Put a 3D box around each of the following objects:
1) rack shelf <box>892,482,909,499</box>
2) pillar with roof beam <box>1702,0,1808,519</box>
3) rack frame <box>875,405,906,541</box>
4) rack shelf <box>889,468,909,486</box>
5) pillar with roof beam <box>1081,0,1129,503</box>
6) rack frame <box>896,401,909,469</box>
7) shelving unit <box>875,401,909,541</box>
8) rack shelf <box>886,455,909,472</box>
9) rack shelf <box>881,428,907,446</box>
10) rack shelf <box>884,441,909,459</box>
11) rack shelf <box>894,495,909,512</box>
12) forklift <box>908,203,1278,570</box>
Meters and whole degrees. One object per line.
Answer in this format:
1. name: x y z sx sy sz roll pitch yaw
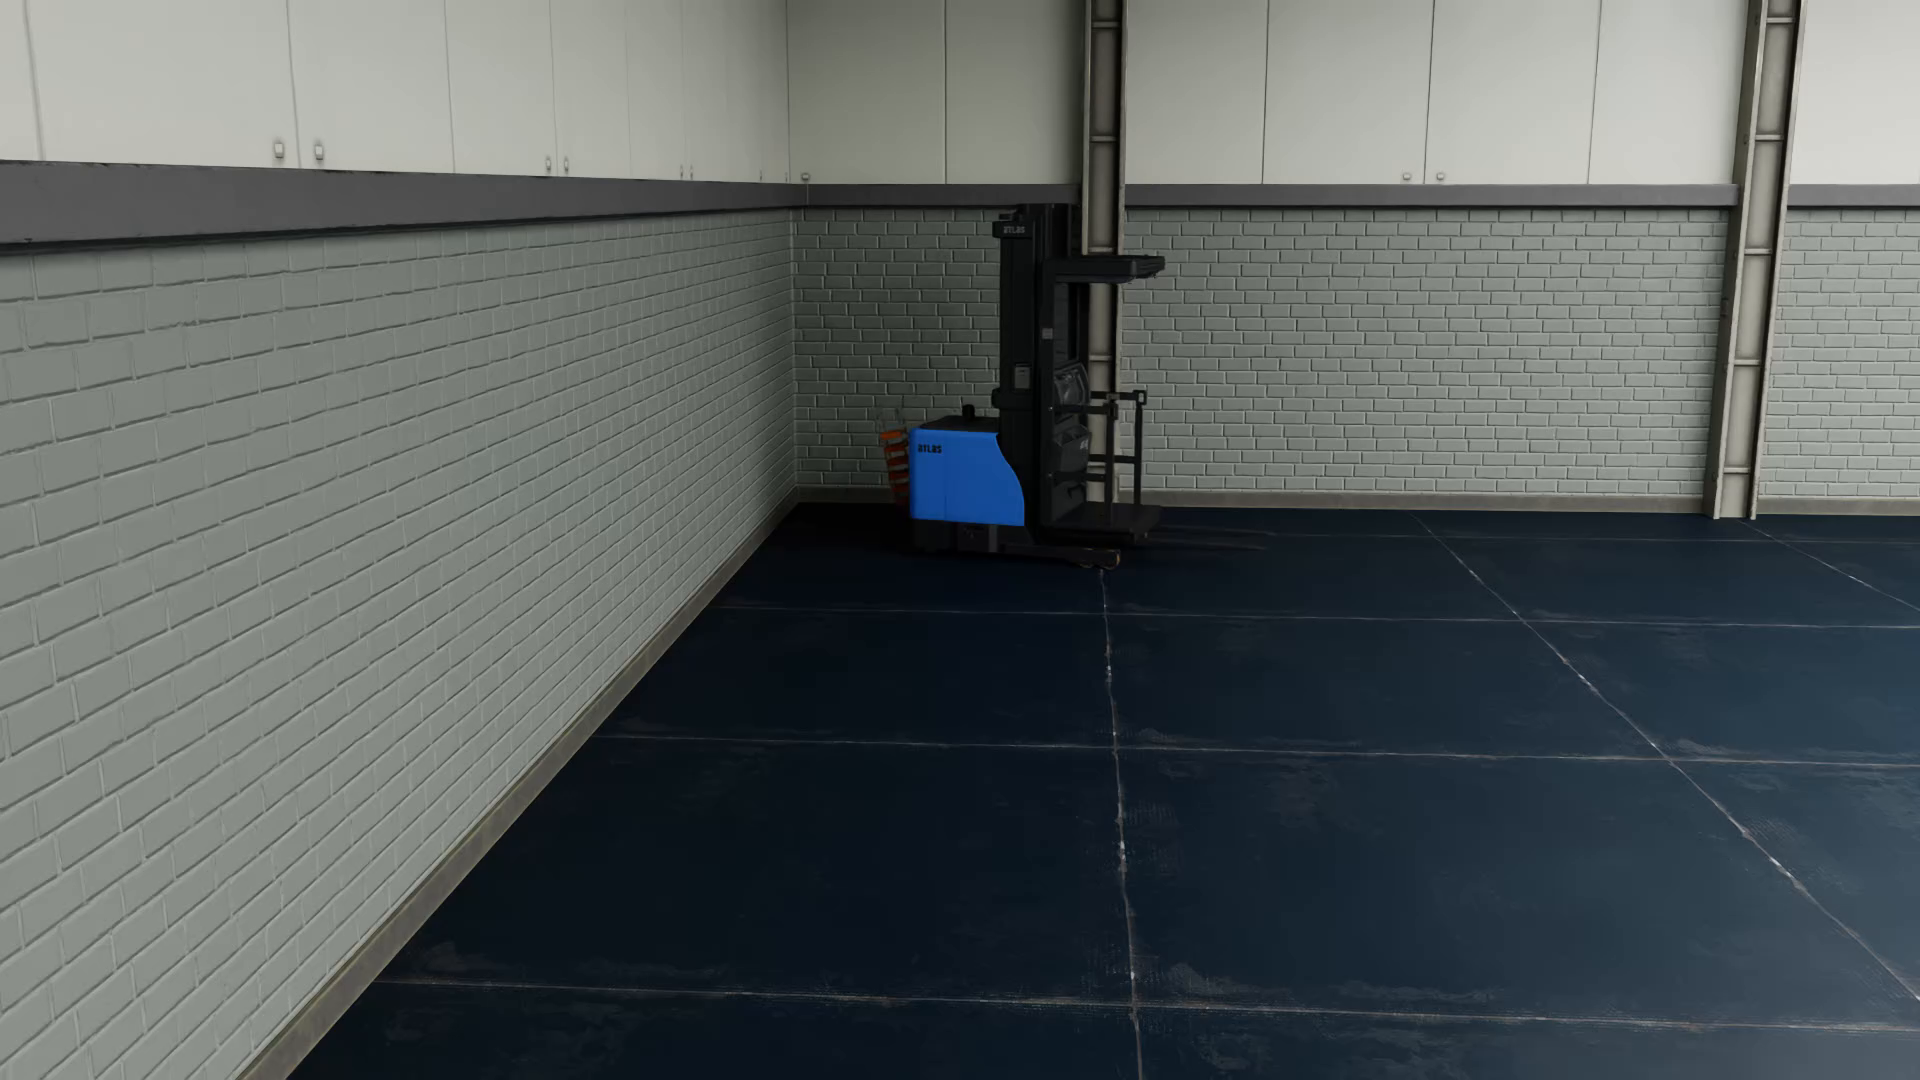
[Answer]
1. rack shelf: -0.490 -0.449 14.735 0.180 0.103 0.258 -9 11 8
2. pillar with roof beam: 7.045 -3.755 10.742 0.400 9.000 9.100 1 12 4
3. rack frame: -0.609 -0.593 14.719 0.006 1.200 0.240 -9 11 8
4. rack shelf: -0.512 -0.565 14.714 0.180 0.103 0.258 -9 11 8
5. pillar with roof beam: 1.058 -3.837 11.134 0.400 9.000 9.100 1 12 4
6. rack frame: -0.431 -0.622 14.692 0.006 1.200 0.240 -9 11 8
7. shelving unit: -0.520 -0.608 14.706 0.189 1.200 0.258 -9 11 8
8. rack shelf: -0.534 -0.681 14.692 0.180 0.103 0.258 -9 11 8
9. rack shelf: -0.579 -0.912 14.649 0.180 0.103 0.258 -9 11 8
10. rack shelf: -0.556 -0.797 14.670 0.180 0.103 0.258 -9 11 8
11. rack shelf: -0.467 -0.333 14.757 0.180 0.103 0.258 -9 11 8
12. forklift: 1.127 -1.312 13.879 3.031 2.935 1.130 4 13 19
